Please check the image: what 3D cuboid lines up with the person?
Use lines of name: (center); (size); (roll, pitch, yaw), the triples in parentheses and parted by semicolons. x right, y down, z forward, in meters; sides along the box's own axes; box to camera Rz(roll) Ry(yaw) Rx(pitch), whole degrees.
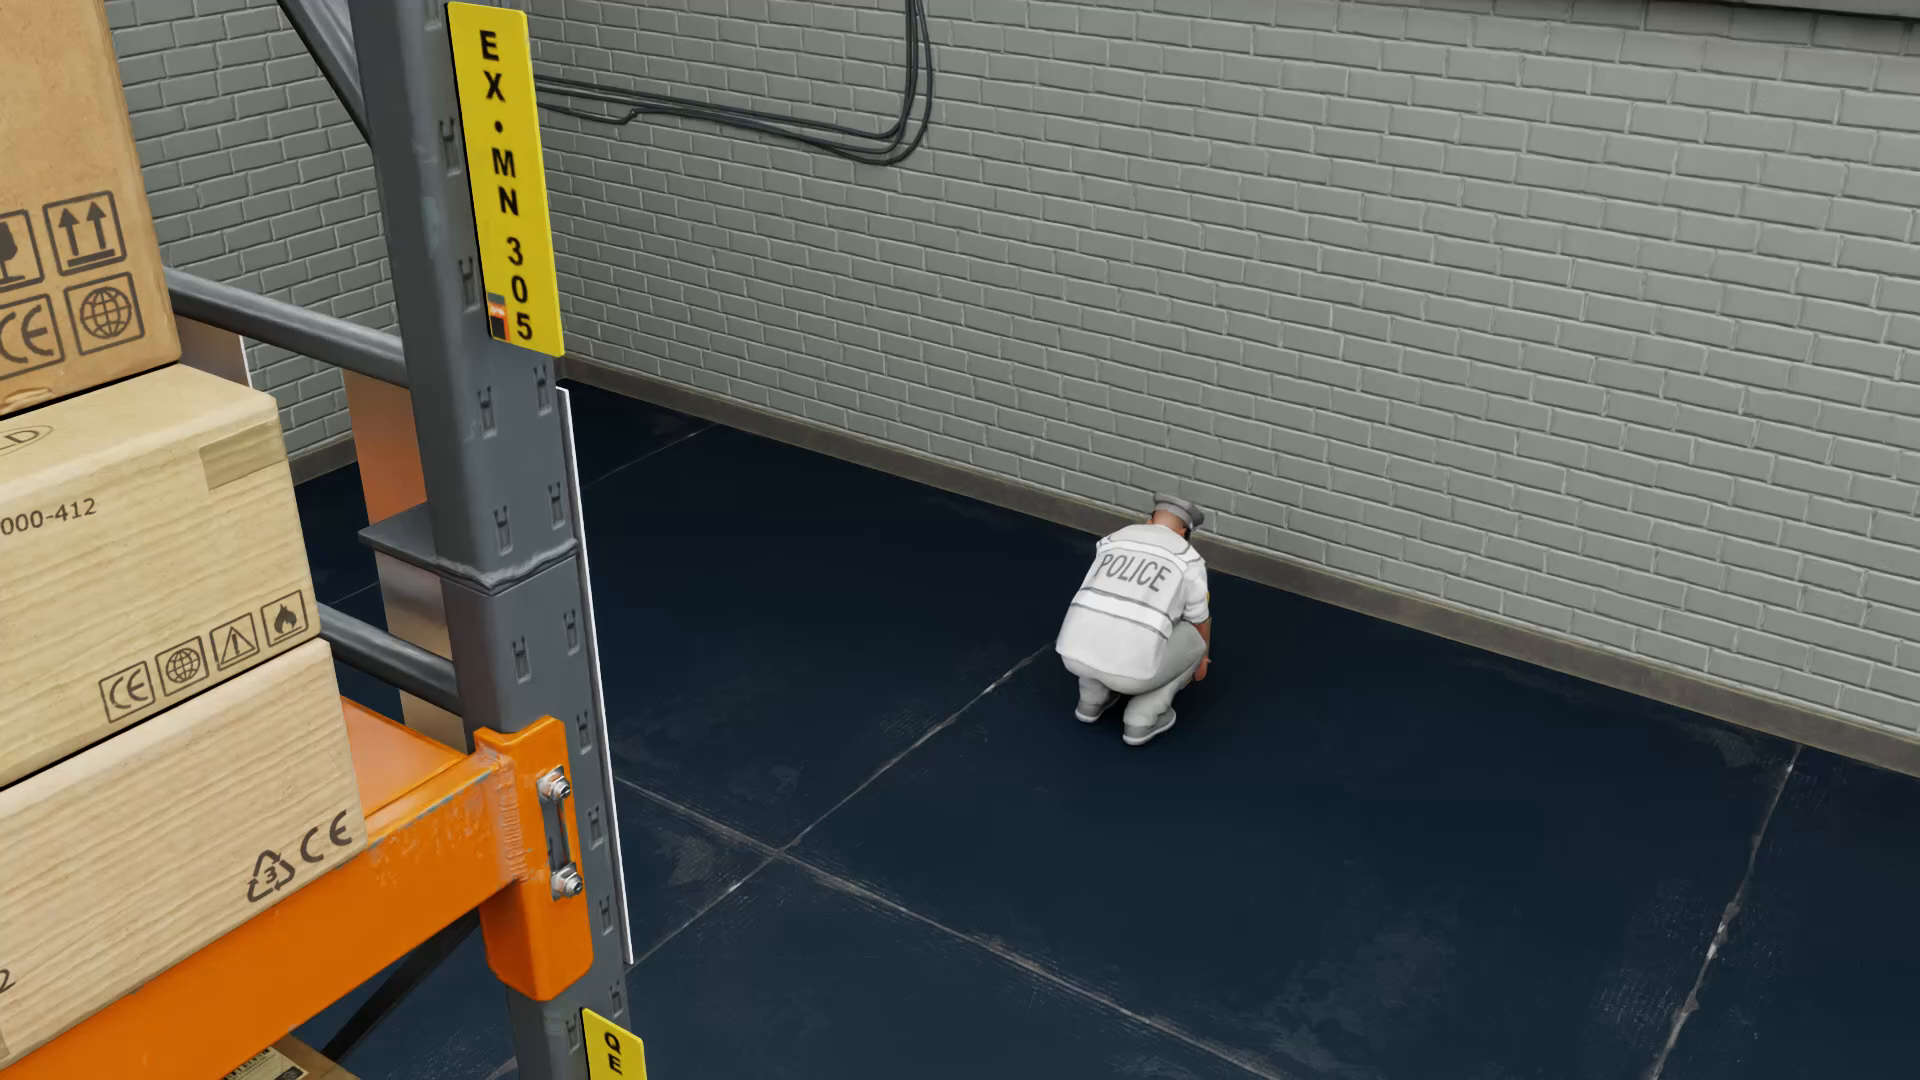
person: (0.764, 0.346, 6.999); (0.549, 0.899, 0.974); (17, 31, 30)
